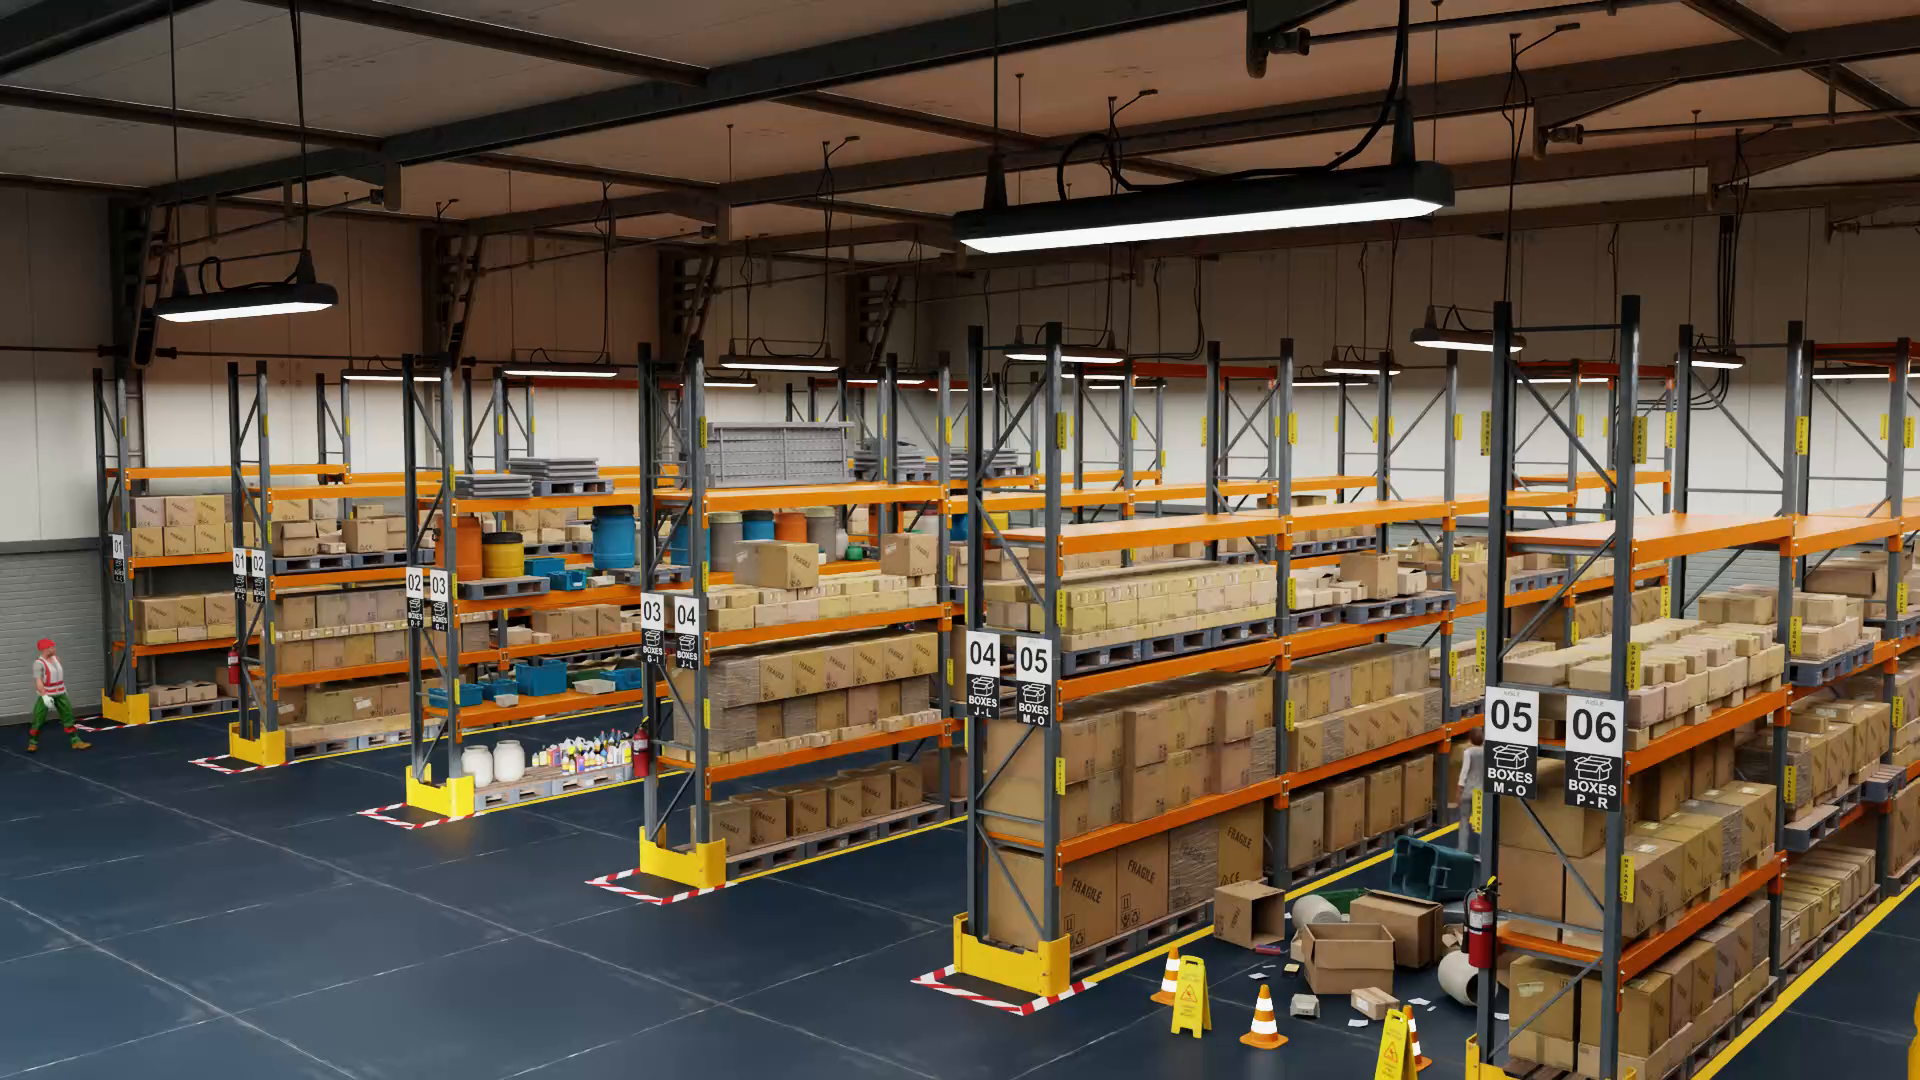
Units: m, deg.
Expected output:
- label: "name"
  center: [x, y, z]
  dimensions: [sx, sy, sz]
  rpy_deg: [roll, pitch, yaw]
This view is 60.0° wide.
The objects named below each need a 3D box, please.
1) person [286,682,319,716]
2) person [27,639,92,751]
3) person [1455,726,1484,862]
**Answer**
- label: "person"
  center: [-10.828, 2.300, 27.418]
  dimensions: [0.543, 1.654, 0.326]
  rpy_deg: [-3, 5, -39]
- label: "person"
  center: [-14.010, 2.386, 25.723]
  dimensions: [0.853, 1.749, 0.638]
  rpy_deg: [2, 5, 25]
- label: "person"
  center: [5.979, 2.953, 19.315]
  dimensions: [0.448, 1.605, 0.334]
  rpy_deg: [0, 4, 5]
